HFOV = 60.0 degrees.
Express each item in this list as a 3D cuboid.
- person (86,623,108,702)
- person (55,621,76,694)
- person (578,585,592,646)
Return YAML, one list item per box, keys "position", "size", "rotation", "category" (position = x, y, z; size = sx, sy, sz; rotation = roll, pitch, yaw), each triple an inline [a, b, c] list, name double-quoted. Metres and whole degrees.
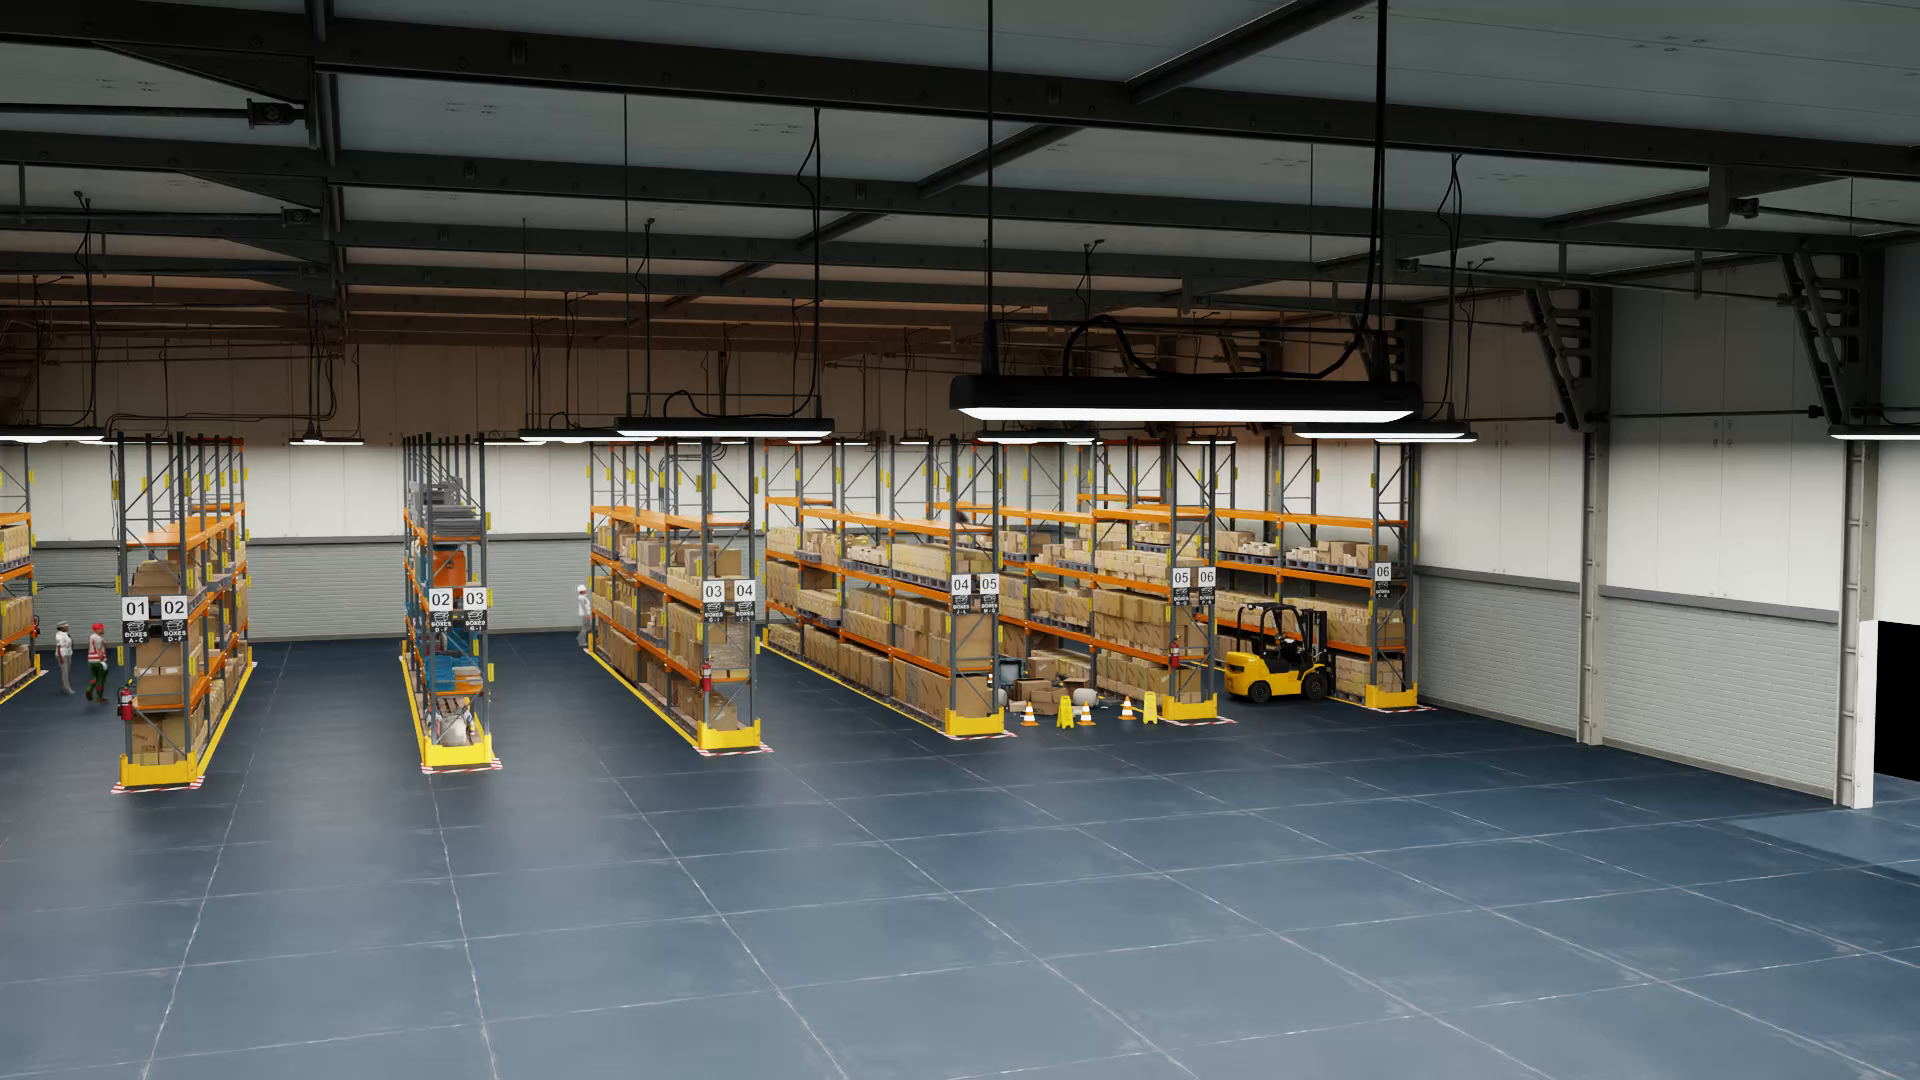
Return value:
- position: [-19.397, 2.744, 37.343]
  size: [0.578, 1.782, 0.512]
  rotation: [1, 3, 14]
  category: "person"
- position: [-20.896, 2.738, 38.969]
  size: [0.567, 1.693, 0.470]
  rotation: [0, 3, 8]
  category: "person"
- position: [-10.766, 2.175, 47.886]
  size: [0.464, 1.764, 0.557]
  rotation: [-1, 3, -12]
  category: "person"
